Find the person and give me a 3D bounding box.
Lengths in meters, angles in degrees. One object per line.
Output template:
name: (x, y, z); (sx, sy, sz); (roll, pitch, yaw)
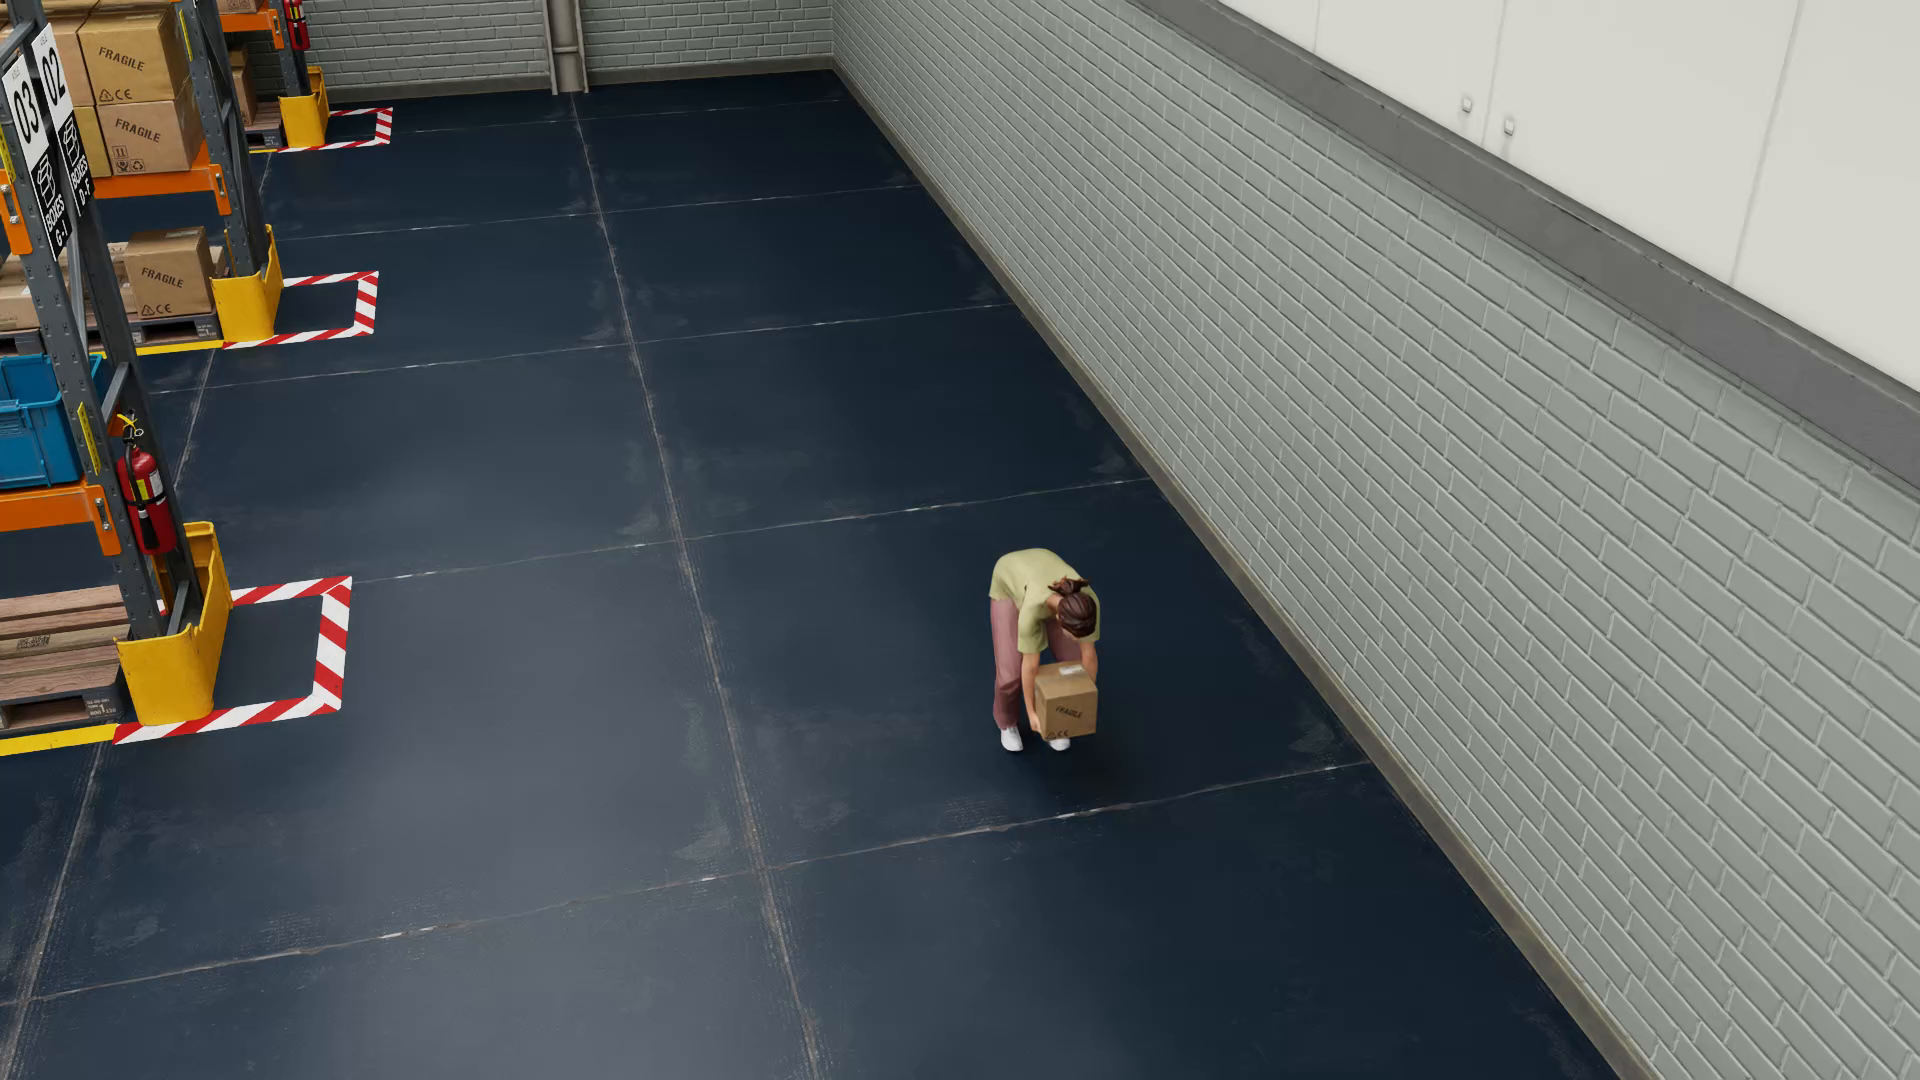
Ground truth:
person: (0.404, 0.561, 7.824); (0.439, 1.124, 0.857); (-9, 32, -15)
